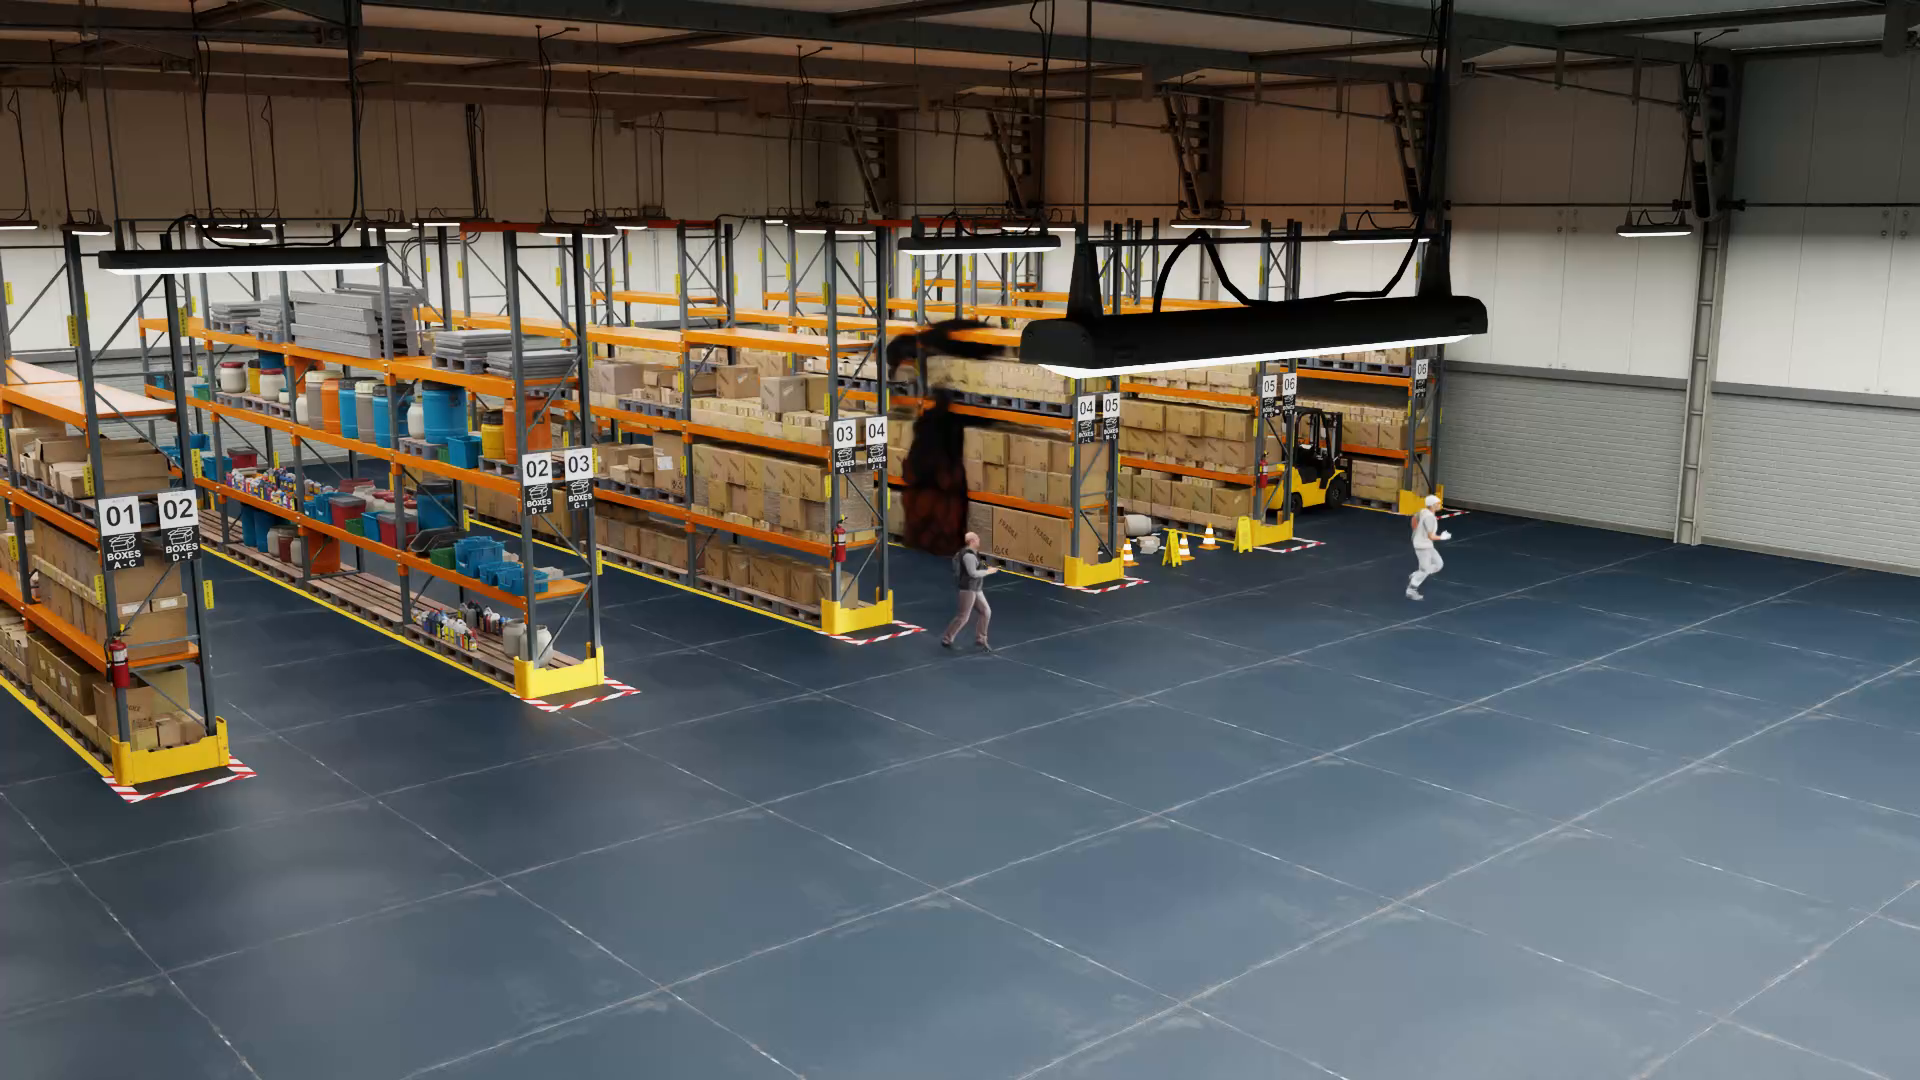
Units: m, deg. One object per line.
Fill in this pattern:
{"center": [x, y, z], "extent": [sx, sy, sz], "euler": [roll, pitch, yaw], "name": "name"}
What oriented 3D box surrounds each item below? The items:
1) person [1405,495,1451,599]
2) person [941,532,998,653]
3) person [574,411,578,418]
{"center": [7.580, 0.119, 26.869], "extent": [0.657, 1.728, 0.707], "euler": [2, 12, 12], "name": "person"}
{"center": [0.143, 0.760, 23.758], "extent": [0.812, 1.769, 0.639], "euler": [1, 11, 6], "name": "person"}
{"center": [-8.836, -2.104, 37.949], "extent": [0.772, 1.681, 1.030], "euler": [-7, 13, -32], "name": "person"}
